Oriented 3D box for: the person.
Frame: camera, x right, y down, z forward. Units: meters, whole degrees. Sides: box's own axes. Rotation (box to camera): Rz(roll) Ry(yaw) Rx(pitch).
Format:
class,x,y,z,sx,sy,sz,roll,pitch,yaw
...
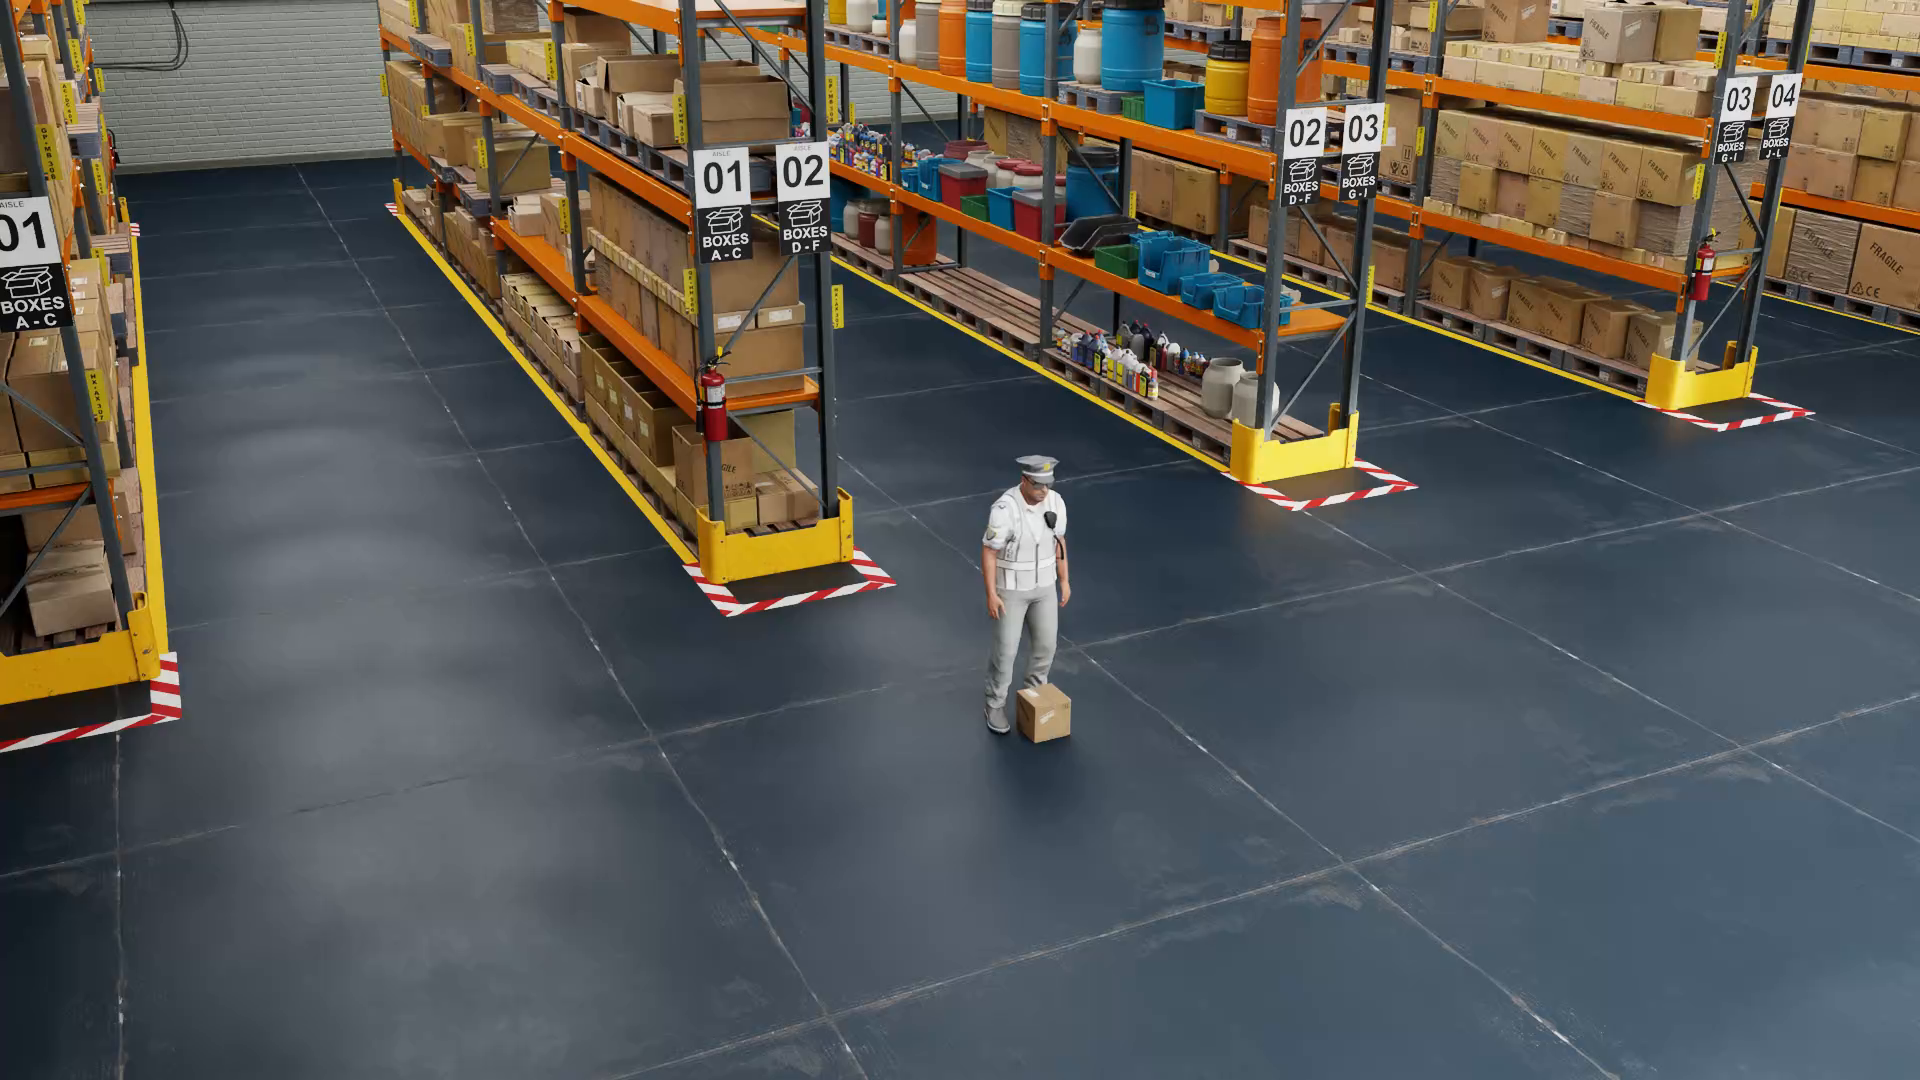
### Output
class,x,y,z,sx,sy,sz,roll,pitch,yaw
person,0.398,0.288,10.299,0.600,1.749,0.429,-11,25,-25
